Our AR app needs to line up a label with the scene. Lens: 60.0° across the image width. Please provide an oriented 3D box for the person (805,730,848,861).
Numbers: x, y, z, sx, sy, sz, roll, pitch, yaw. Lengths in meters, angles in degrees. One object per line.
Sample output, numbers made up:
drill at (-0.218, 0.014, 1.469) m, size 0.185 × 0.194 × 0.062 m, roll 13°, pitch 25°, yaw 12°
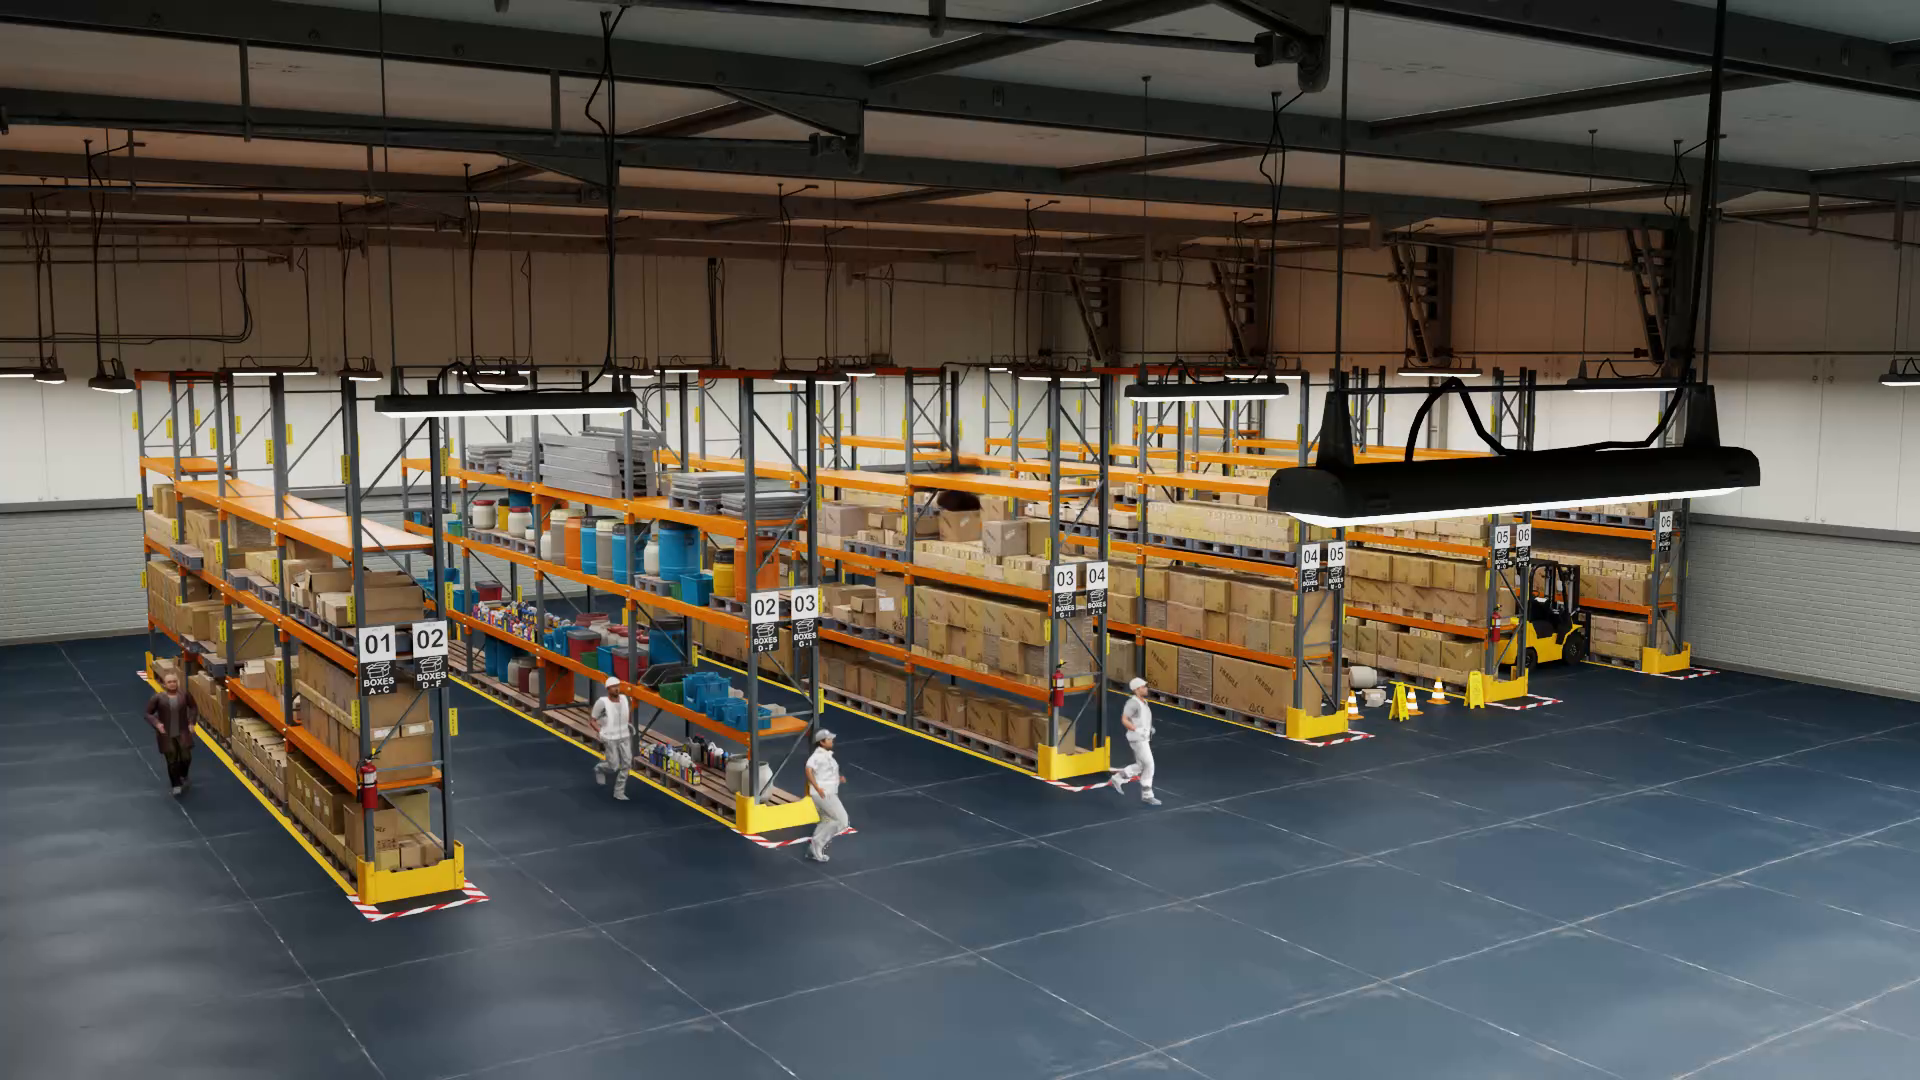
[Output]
person at (-1.670, 3.186, 20.824) m, size 0.533 × 1.616 × 0.637 m, roll 0°, pitch 6°, yaw -3°

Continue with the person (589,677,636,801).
person at (-4.926, 2.805, 23.657) m, size 0.683 × 1.743 × 0.688 m, roll -6°, pitch 9°, yaw -43°

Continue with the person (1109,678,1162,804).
person at (2.488, 2.827, 23.456) m, size 0.779 × 1.791 × 0.711 m, roll 2°, pitch 7°, yaw 20°

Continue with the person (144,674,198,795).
person at (-11.271, 2.882, 23.826) m, size 0.716 × 1.541 × 0.630 m, roll -4°, pitch 8°, yaw -31°
